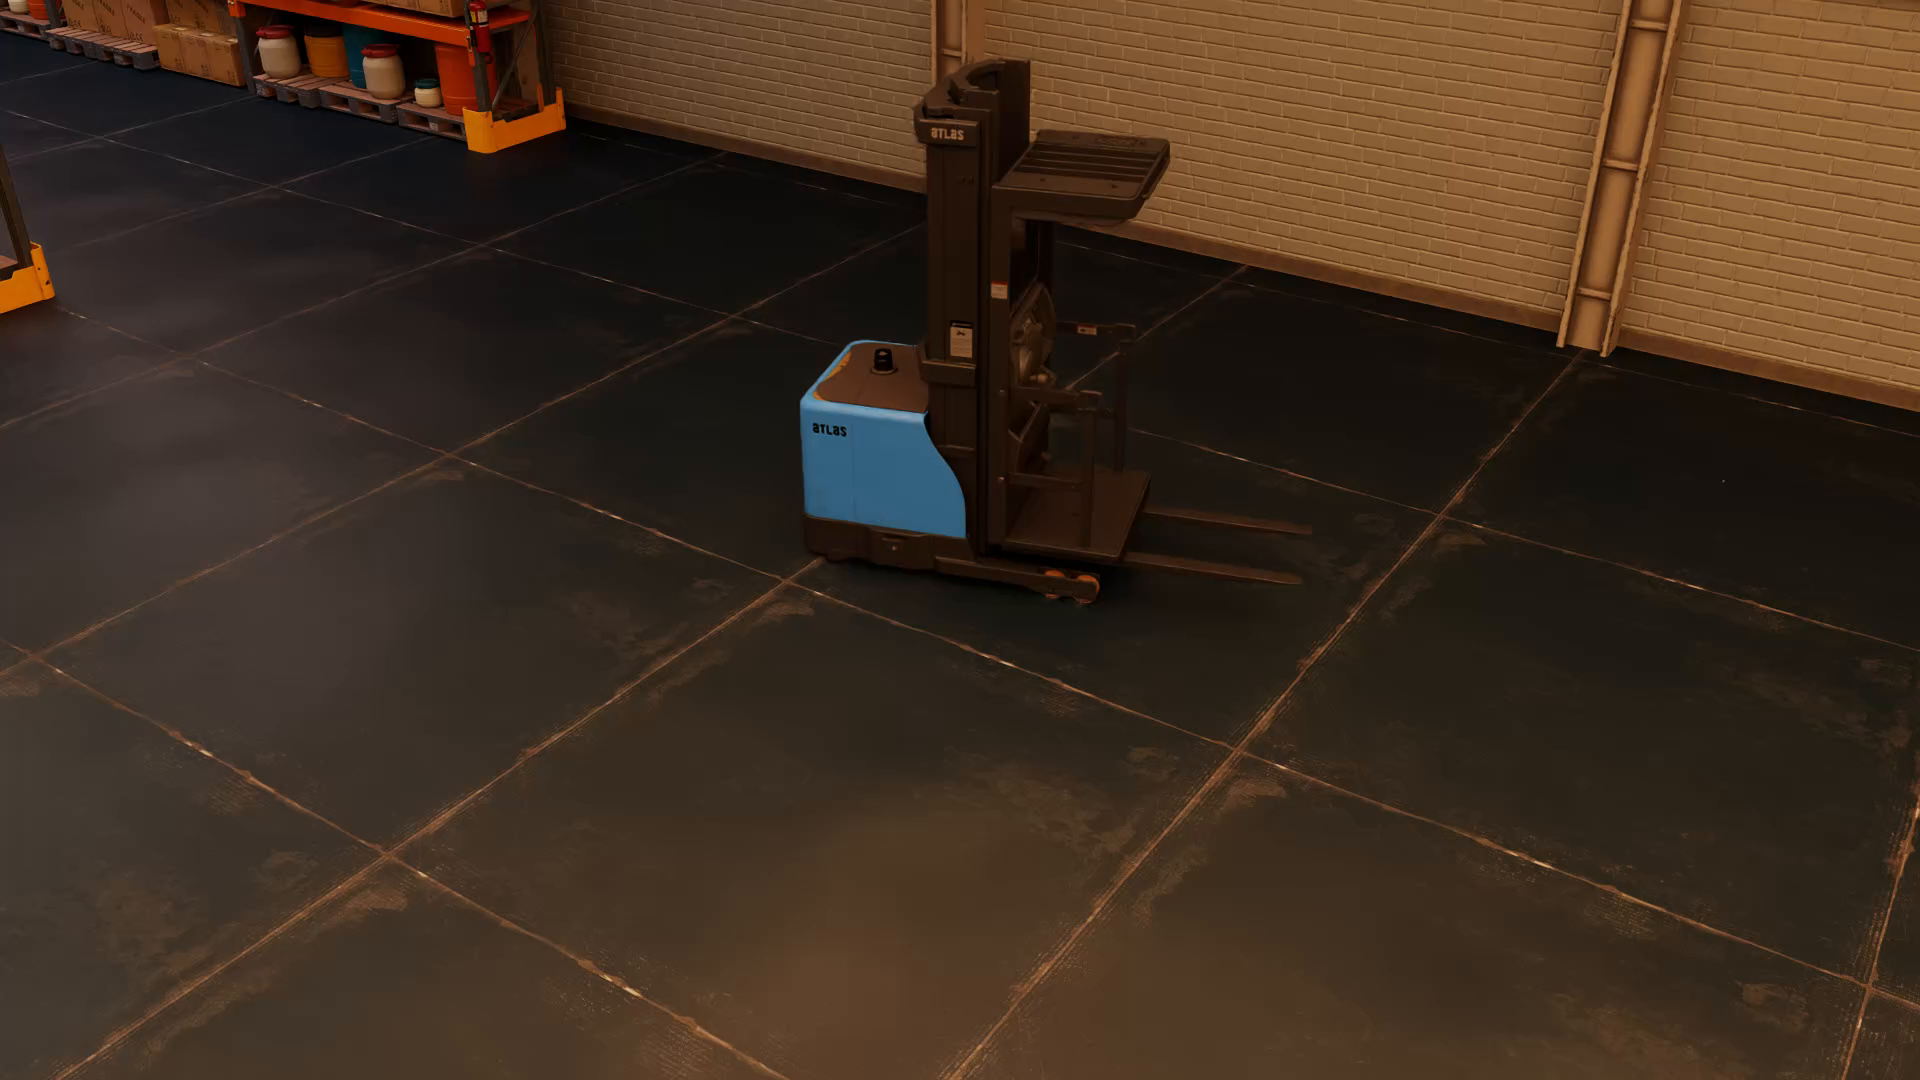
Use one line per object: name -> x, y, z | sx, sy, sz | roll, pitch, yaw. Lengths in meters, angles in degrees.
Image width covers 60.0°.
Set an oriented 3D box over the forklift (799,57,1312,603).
forklift -> 0.608, -1.190, 9.631 | 3.031, 2.935, 1.130 | 8, 31, 14
